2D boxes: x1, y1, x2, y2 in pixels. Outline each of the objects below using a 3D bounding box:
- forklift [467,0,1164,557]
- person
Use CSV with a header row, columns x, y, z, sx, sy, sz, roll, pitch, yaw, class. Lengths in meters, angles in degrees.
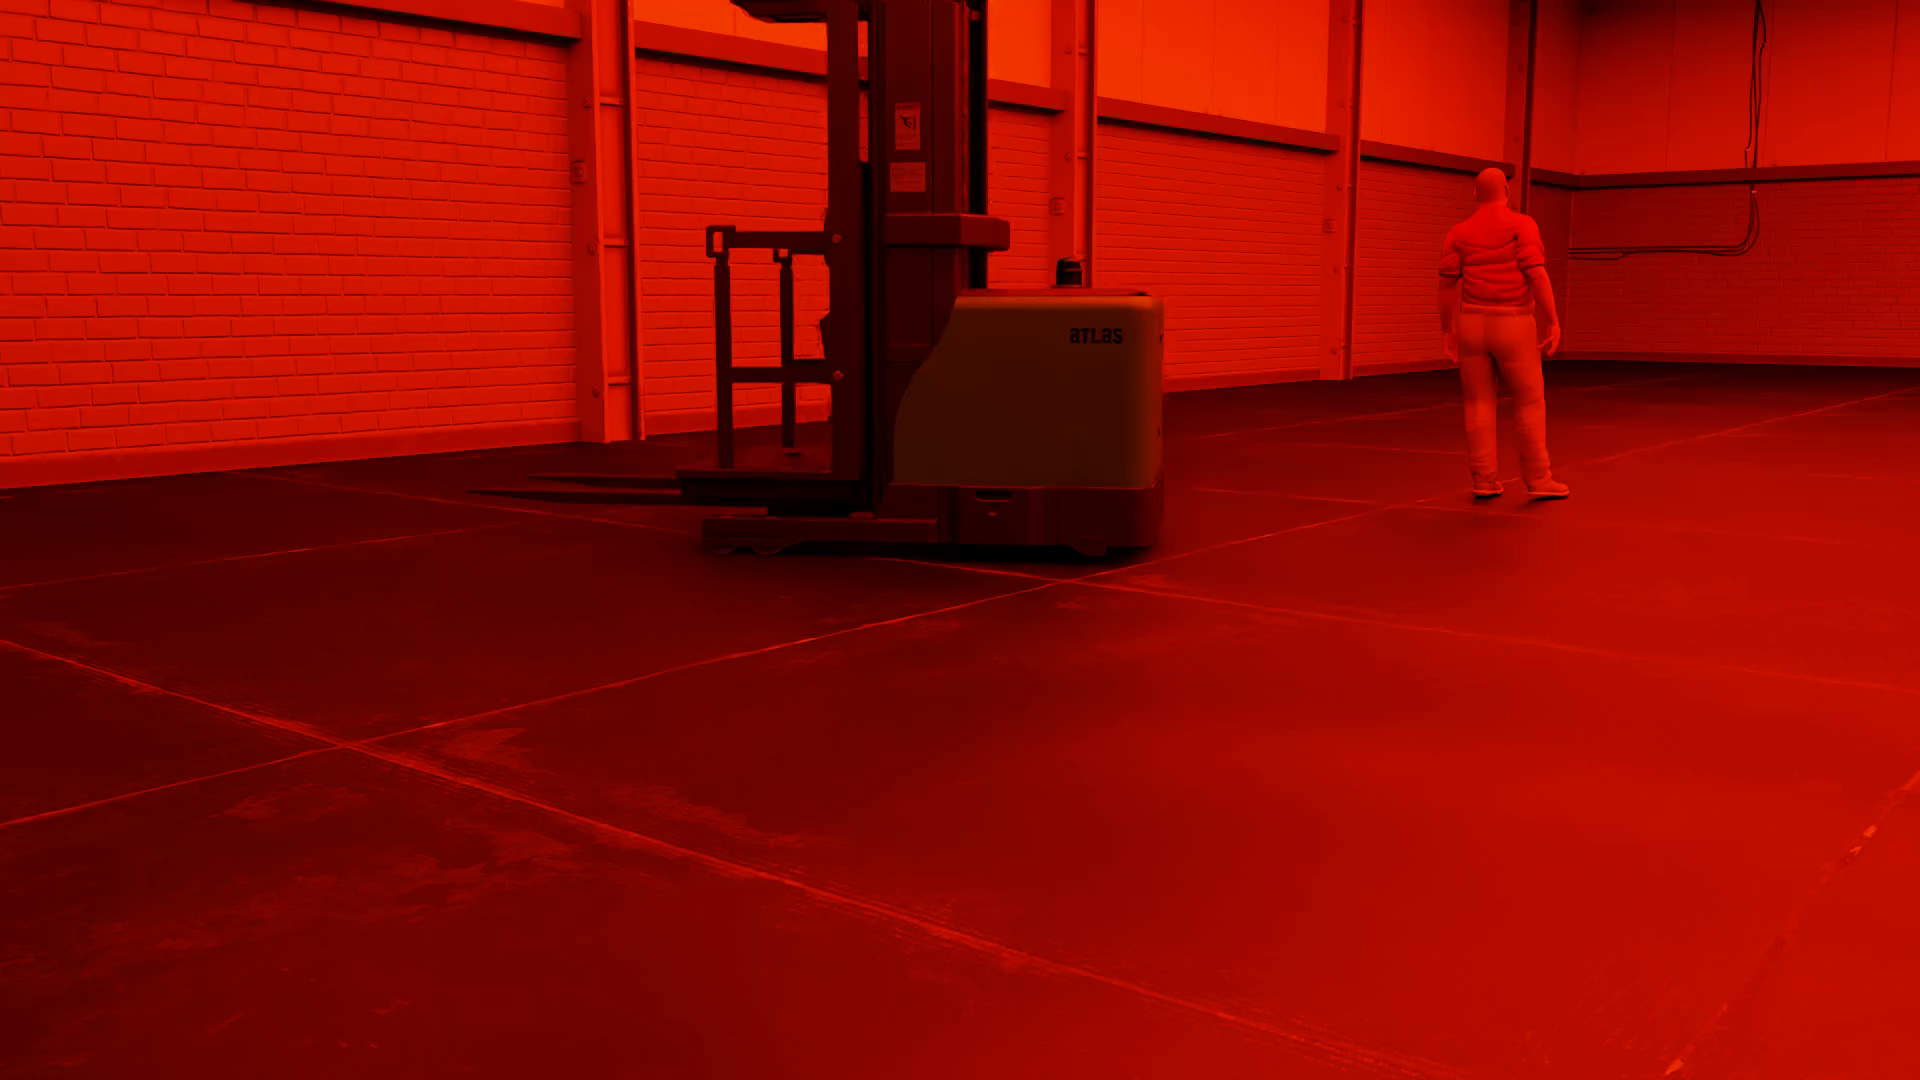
x,y,z,sx,sy,sz,roll,pitch,yaw,class
-0.637,-1.458,7.247,3.031,2.935,1.130,1,8,10,forklift
2.901,-1.094,8.864,0.640,1.727,0.551,7,11,39,person
